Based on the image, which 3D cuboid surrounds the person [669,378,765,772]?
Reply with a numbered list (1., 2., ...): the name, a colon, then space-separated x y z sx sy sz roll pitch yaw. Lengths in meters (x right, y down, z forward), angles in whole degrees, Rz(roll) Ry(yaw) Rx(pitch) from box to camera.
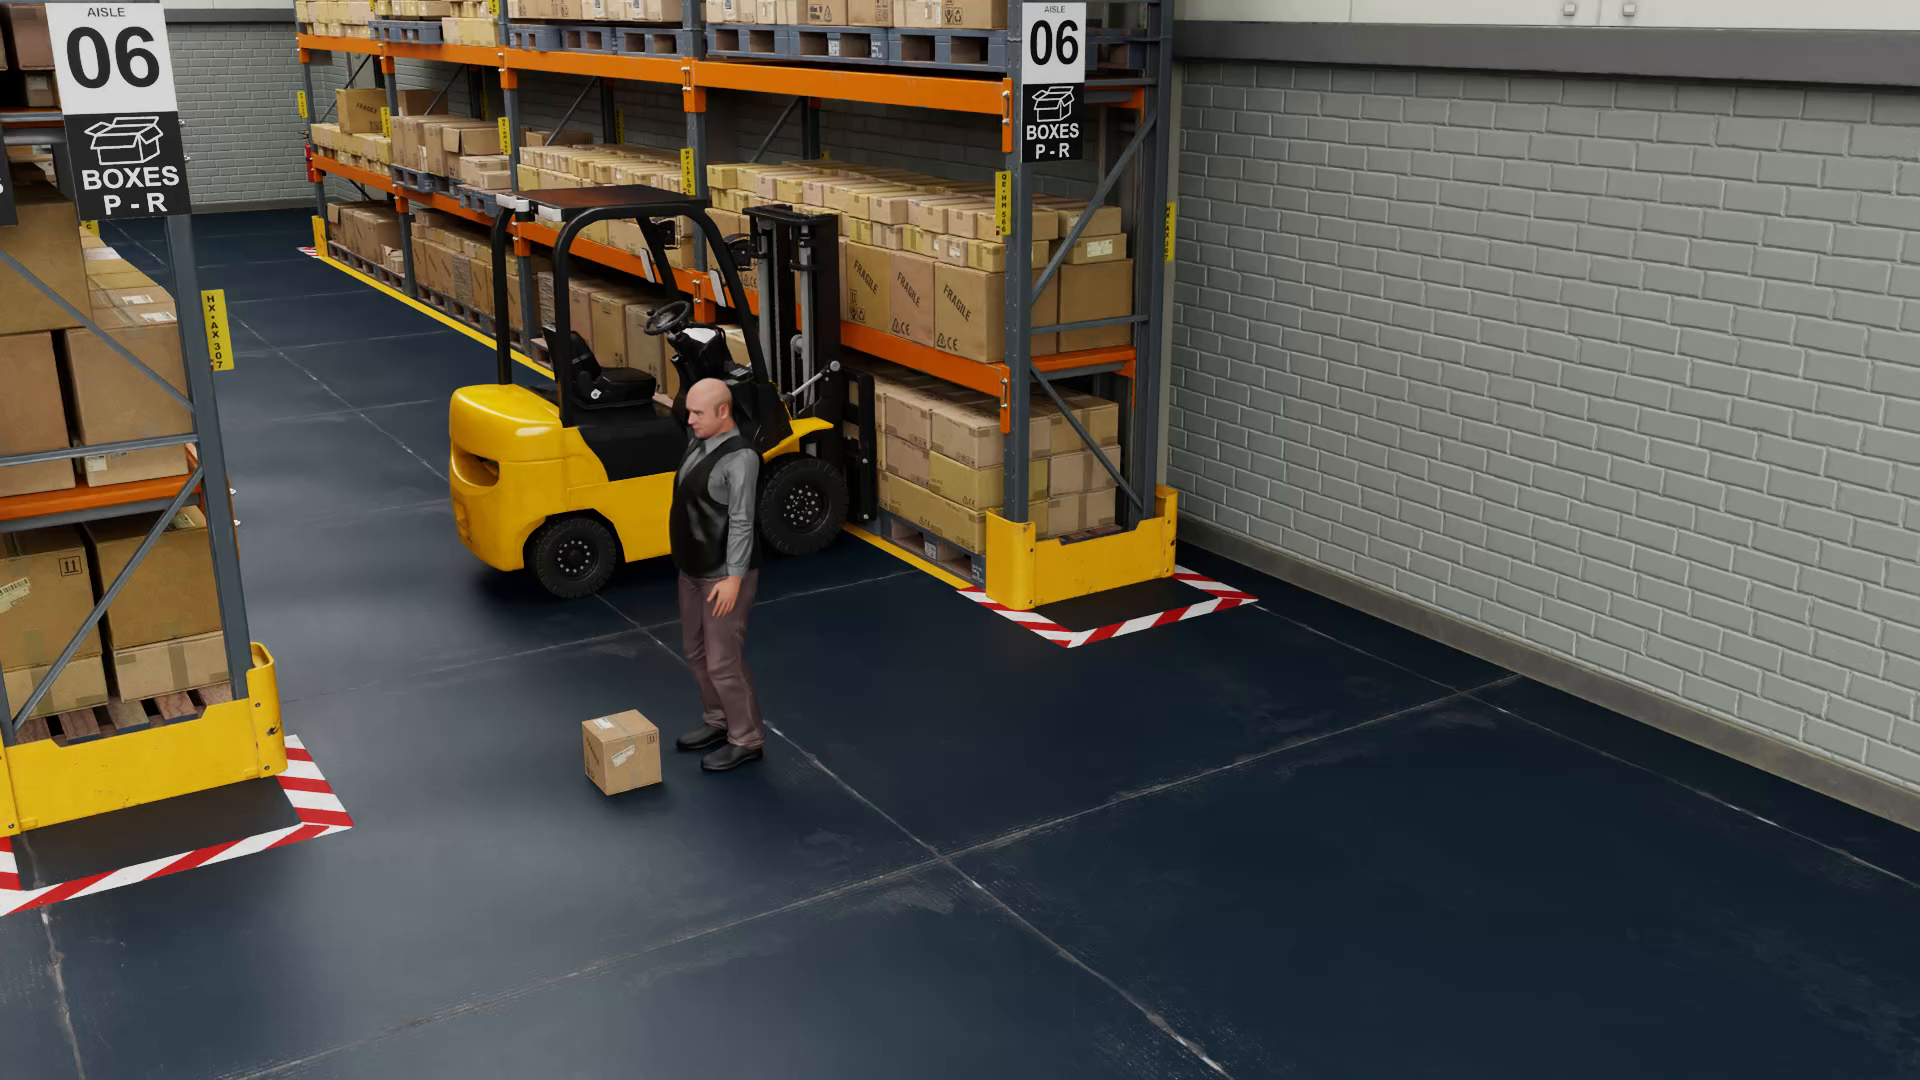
1. person: -1.042 0.143 7.172 0.357 1.713 0.534 -11 21 -30
